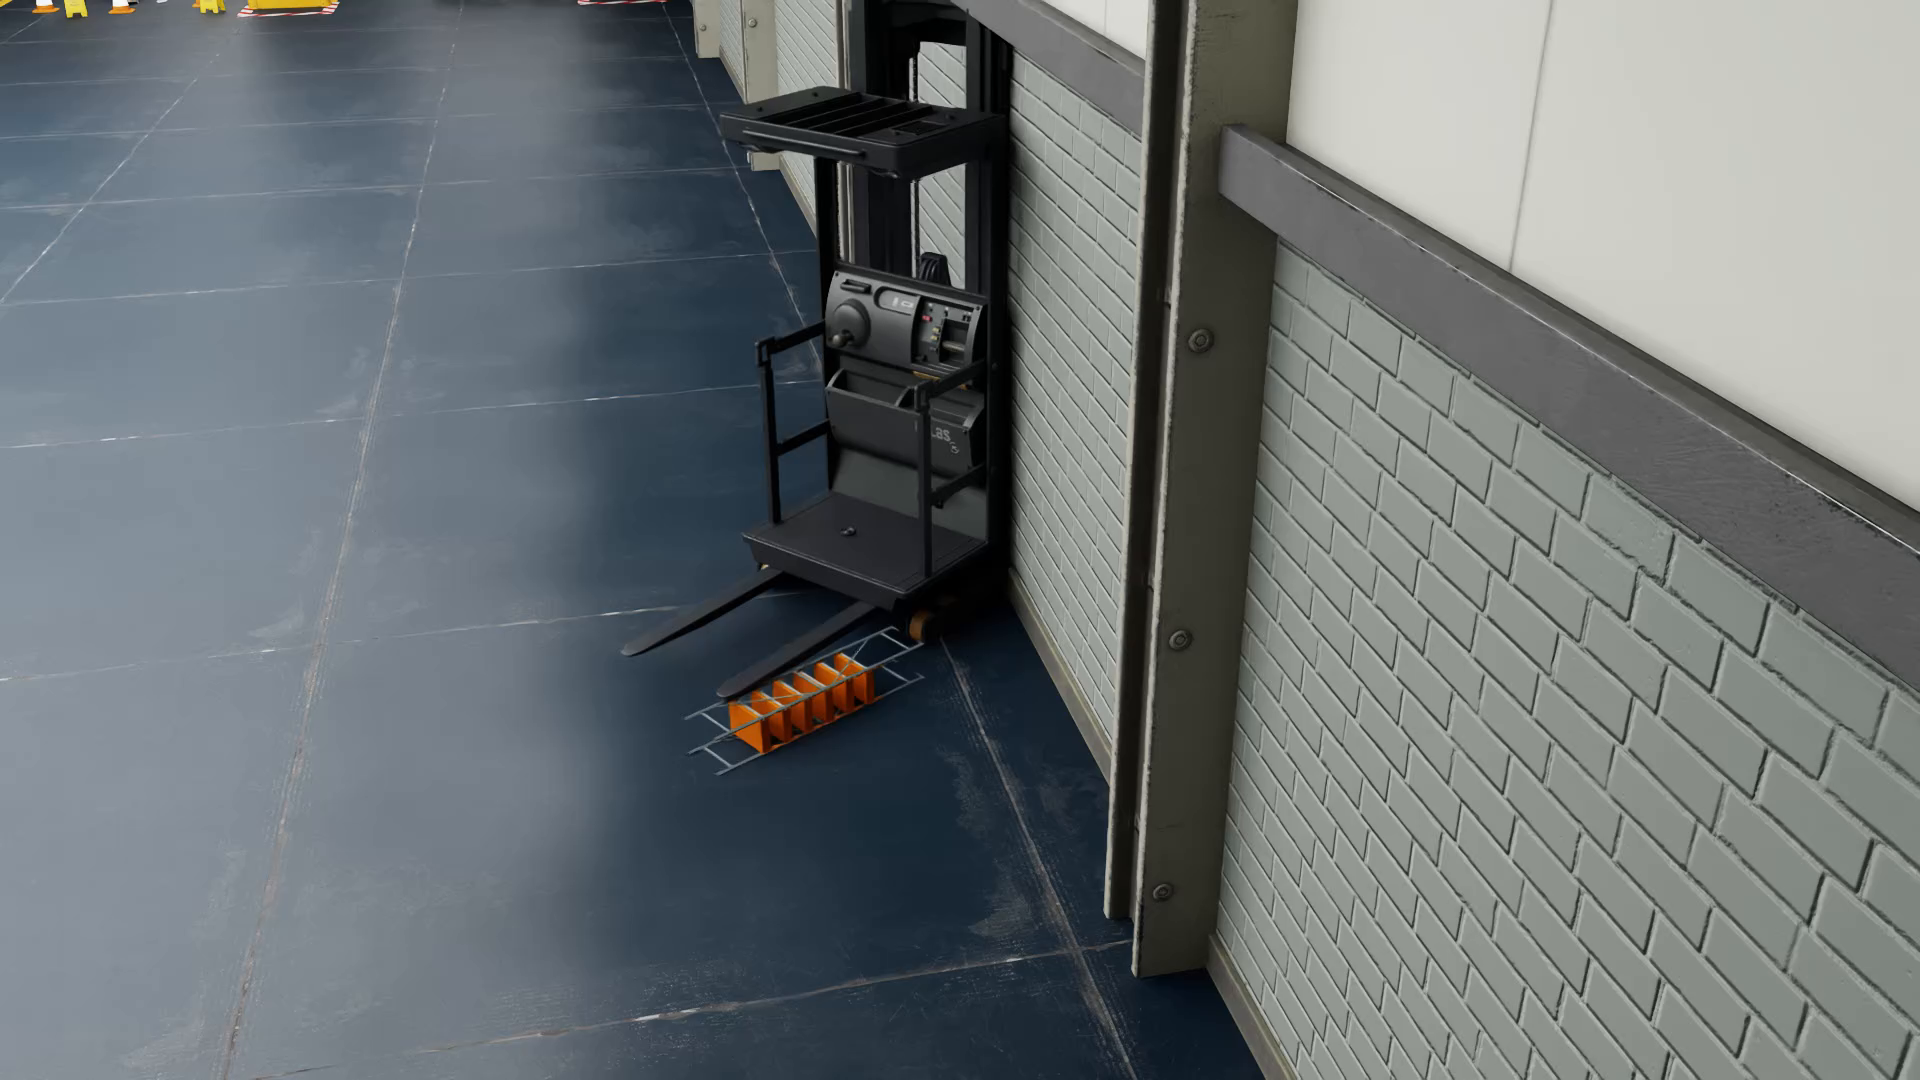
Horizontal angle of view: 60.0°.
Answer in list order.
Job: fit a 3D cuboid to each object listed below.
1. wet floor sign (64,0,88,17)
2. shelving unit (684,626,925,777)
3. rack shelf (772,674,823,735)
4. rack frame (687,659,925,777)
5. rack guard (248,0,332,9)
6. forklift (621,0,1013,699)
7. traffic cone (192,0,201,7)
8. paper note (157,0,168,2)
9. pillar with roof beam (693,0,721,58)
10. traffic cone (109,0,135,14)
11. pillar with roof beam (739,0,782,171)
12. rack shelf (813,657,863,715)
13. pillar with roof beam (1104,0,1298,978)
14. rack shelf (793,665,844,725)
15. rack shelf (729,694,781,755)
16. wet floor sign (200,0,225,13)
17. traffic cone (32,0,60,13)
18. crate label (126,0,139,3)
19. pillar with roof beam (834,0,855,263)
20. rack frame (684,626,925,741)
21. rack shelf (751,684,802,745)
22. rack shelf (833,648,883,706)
[{"bbox_3d":[-13.081,-8.064,24.510,0.267,0.644,0.232,-11,29,-20],"label":"wet floor sign"},{"bbox_3d":[-0.688,0.719,7.610,1.200,0.189,0.258,-23,34,-37],"label":"shelving unit"},{"bbox_3d":[-0.744,0.742,7.564,0.103,0.180,0.258,-23,34,-37],"label":"rack shelf"},{"bbox_3d":[-0.688,0.801,7.651,1.200,0.006,0.240,-23,34,-37],"label":"rack frame"},{"bbox_3d":[-10.234,-8.391,25.319,1.175,0.500,0.348,-6,27,-12],"label":"rack guard"},{"bbox_3d":[-0.408,-1.046,8.070,1.130,2.935,3.031,18,32,32],"label":"forklift"},{"bbox_3d":[-11.571,-8.399,25.376,0.336,0.463,0.334,-6,27,-12],"label":"traffic cone"},{"bbox_3d":[-12.369,-8.361,25.780,0.148,0.019,0.142,-16,31,-29],"label":"paper note"},{"bbox_3d":[-7.503,-9.983,19.042,9.100,9.000,0.400,-6,27,-12],"label":"pillar with roof beam"},{"bbox_3d":[-12.576,-8.137,24.857,0.336,0.463,0.334,-6,27,-12],"label":"traffic cone"},{"bbox_3d":[-6.151,-7.349,13.823,9.100,9.000,0.400,-6,27,-12],"label":"pillar with roof beam"},{"bbox_3d":[-0.568,0.669,7.710,0.103,0.180,0.258,-23,34,-37],"label":"rack shelf"},{"bbox_3d":[-3.446,-2.081,3.386,9.100,9.000,0.400,-6,27,-12],"label":"pillar with roof beam"},{"bbox_3d":[-0.656,0.706,7.637,0.103,0.180,0.258,-23,34,-37],"label":"rack shelf"},{"bbox_3d":[-0.920,0.816,7.419,0.103,0.180,0.258,-23,34,-37],"label":"rack shelf"},{"bbox_3d":[-11.217,-8.230,24.840,0.267,0.644,0.232,3,27,6],"label":"wet floor sign"},{"bbox_3d":[-13.753,-8.171,24.925,0.336,0.463,0.334,-6,27,-12],"label":"traffic cone"},{"bbox_3d":[-12.813,-8.330,25.602,0.250,0.136,0.298,-23,35,-38],"label":"crate label"},{"bbox_3d":[-4.798,-4.715,8.605,9.100,9.000,0.400,-6,27,-12],"label":"pillar with roof beam"},{"bbox_3d":[-0.688,0.638,7.569,1.200,0.006,0.240,-23,34,-37],"label":"rack frame"},{"bbox_3d":[-0.832,0.779,7.491,0.103,0.180,0.258,-23,34,-37],"label":"rack shelf"},{"bbox_3d":[-0.479,0.632,7.782,0.103,0.180,0.258,-23,34,-37],"label":"rack shelf"}]
